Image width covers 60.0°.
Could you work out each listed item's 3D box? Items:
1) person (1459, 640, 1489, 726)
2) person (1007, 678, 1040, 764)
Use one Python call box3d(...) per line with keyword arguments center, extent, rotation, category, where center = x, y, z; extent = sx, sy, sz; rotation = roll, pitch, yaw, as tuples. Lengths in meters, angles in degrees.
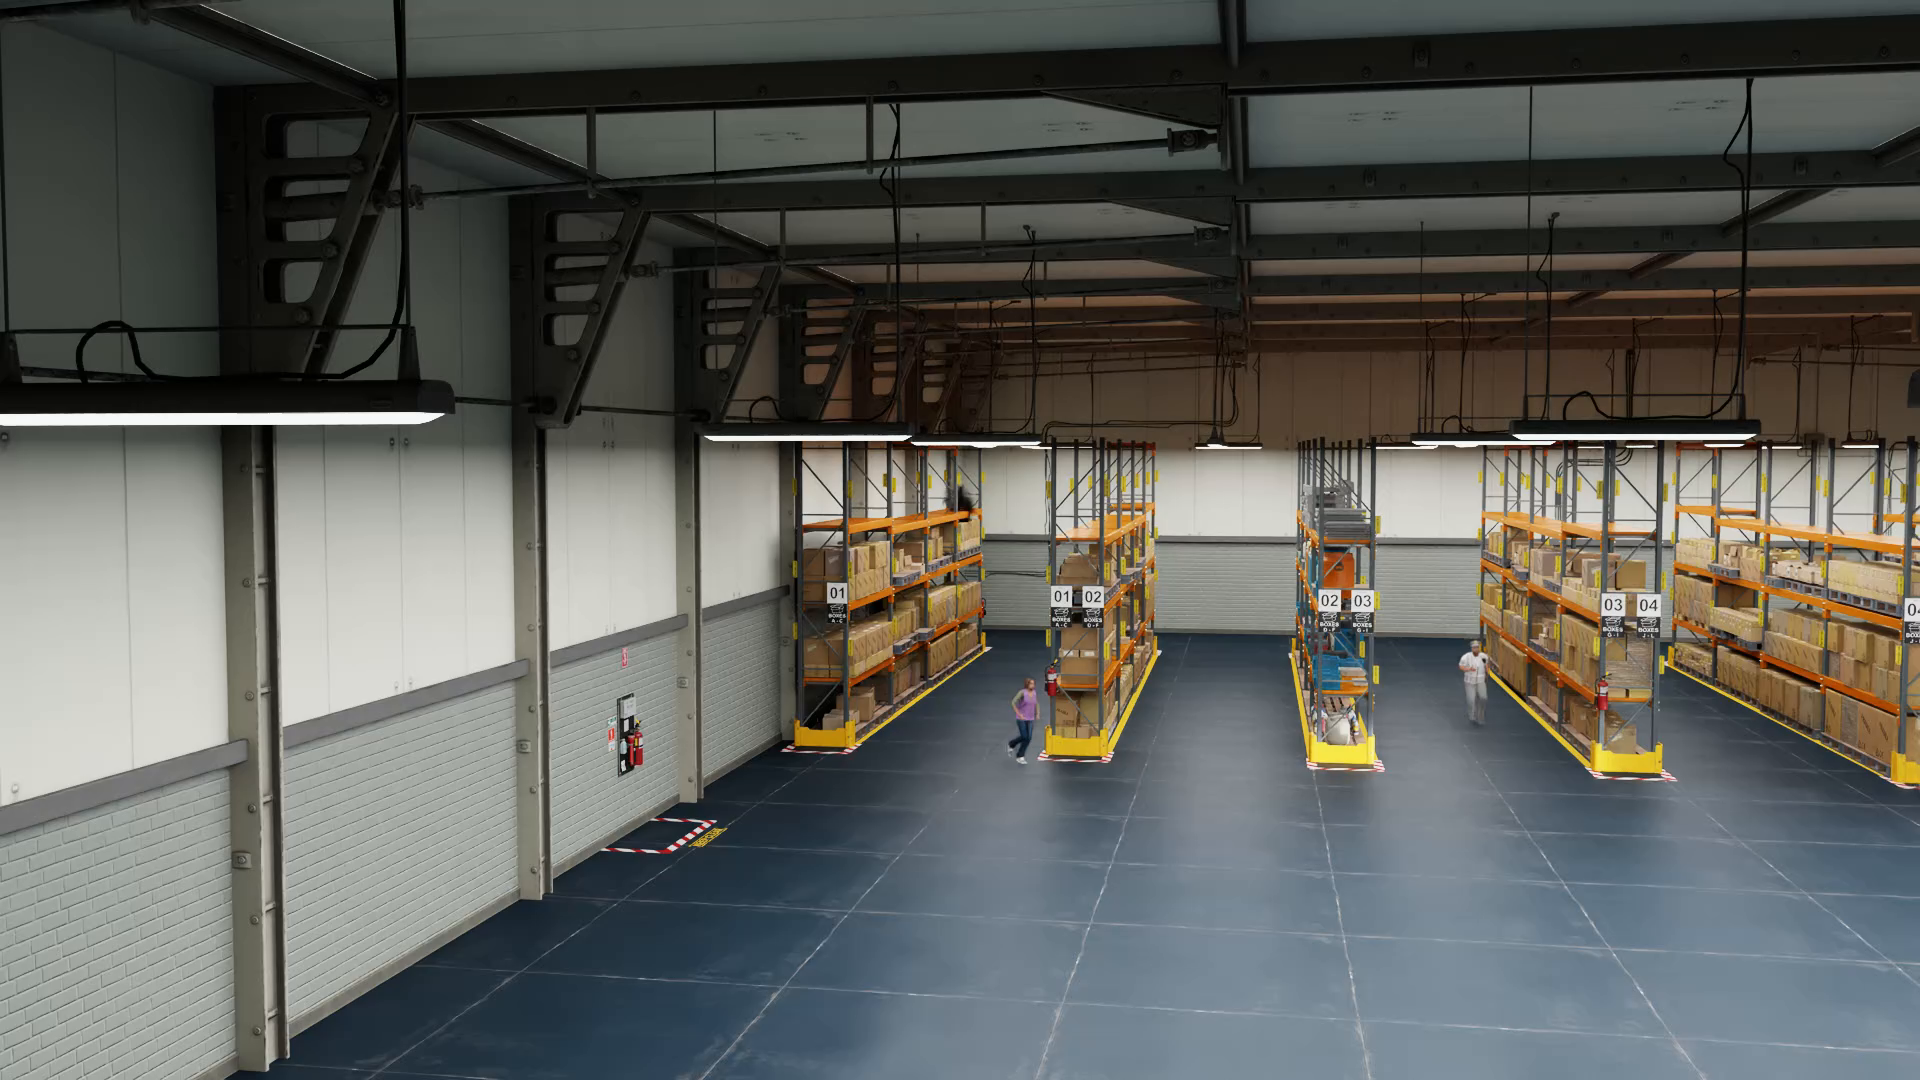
box3d(center=(10.828, 3.003, 34.995), extent=(0.641, 1.815, 0.790), rotation=(0, 3, 9), category="person")
box3d(center=(1.204, 3.334, 30.806), extent=(0.575, 1.550, 0.519), rotation=(-2, 4, -34), category="person")
